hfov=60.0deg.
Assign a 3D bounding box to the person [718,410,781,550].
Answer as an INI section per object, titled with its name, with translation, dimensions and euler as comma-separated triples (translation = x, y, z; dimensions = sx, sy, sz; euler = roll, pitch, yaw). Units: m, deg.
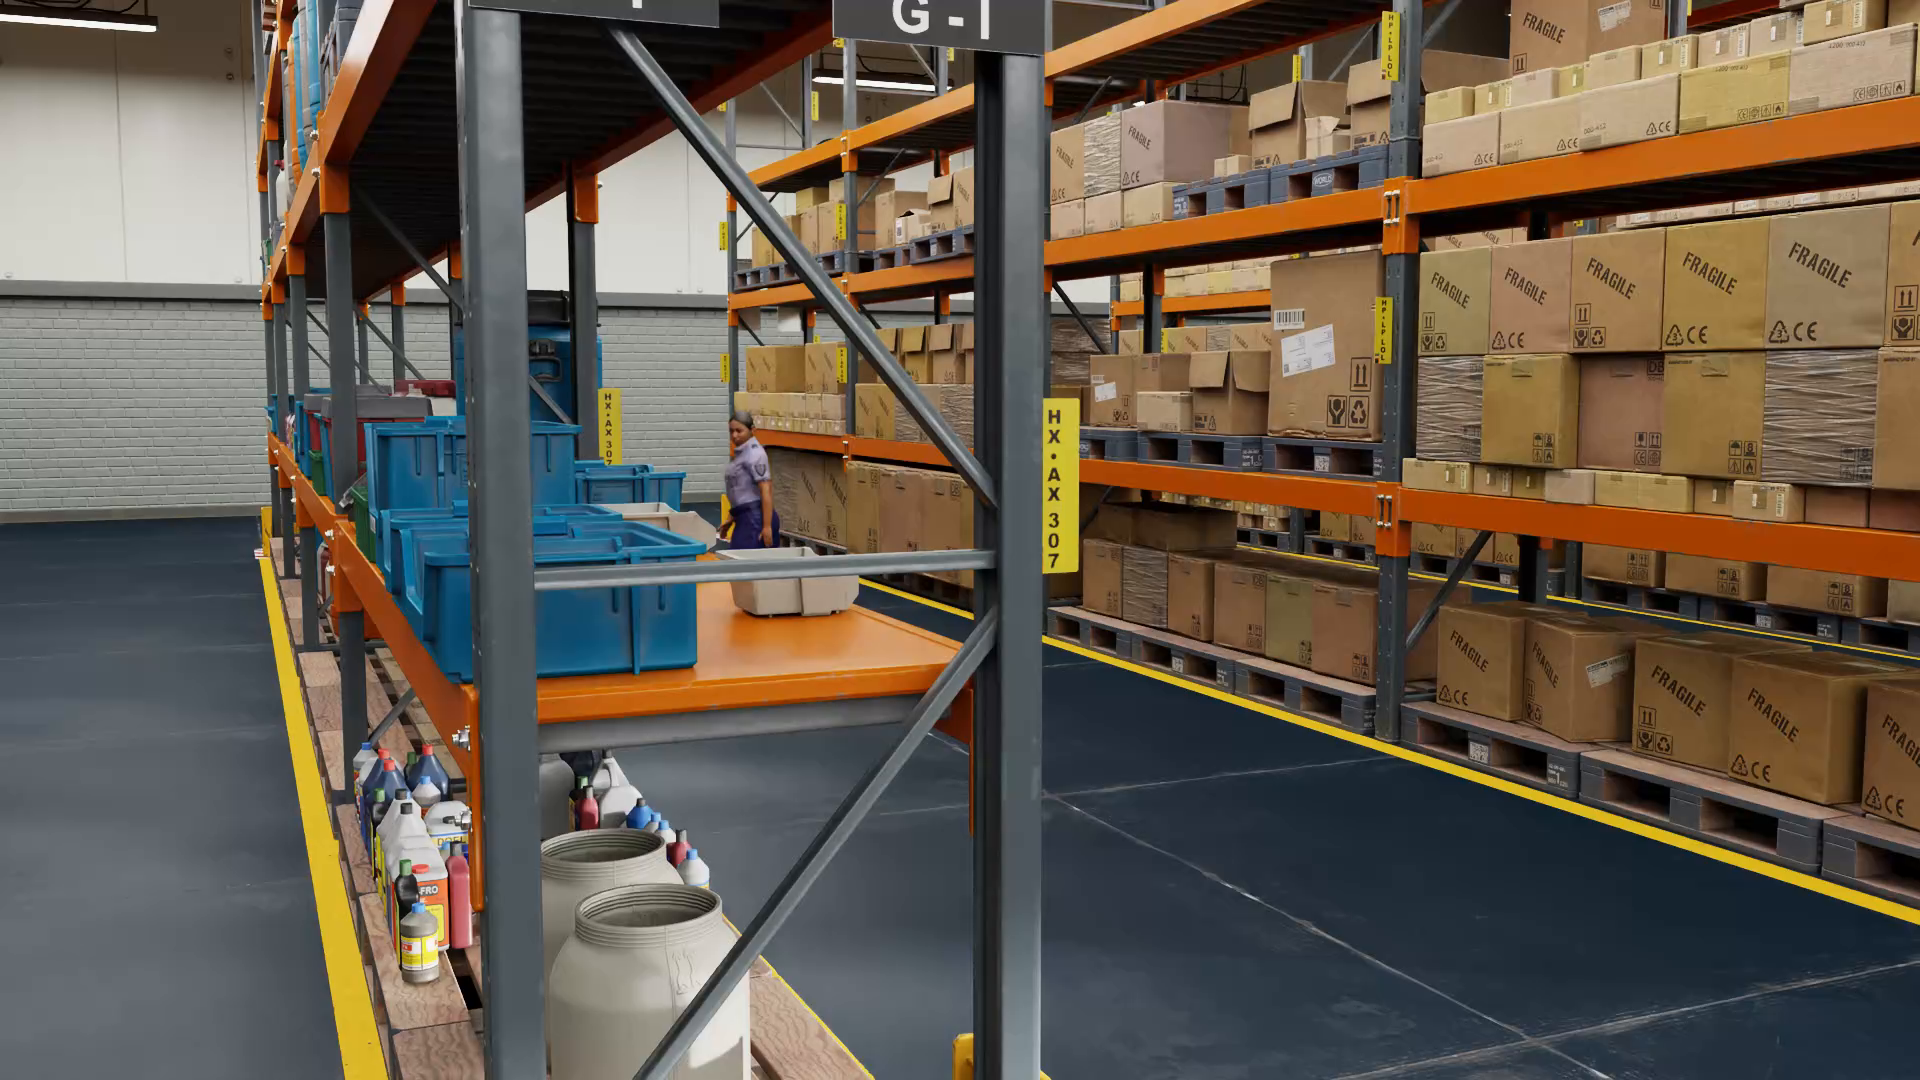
[person]
translation = -1.501, -0.112, 11.762
dimensions = 0.858, 1.607, 0.646
euler = -1, 6, -9
